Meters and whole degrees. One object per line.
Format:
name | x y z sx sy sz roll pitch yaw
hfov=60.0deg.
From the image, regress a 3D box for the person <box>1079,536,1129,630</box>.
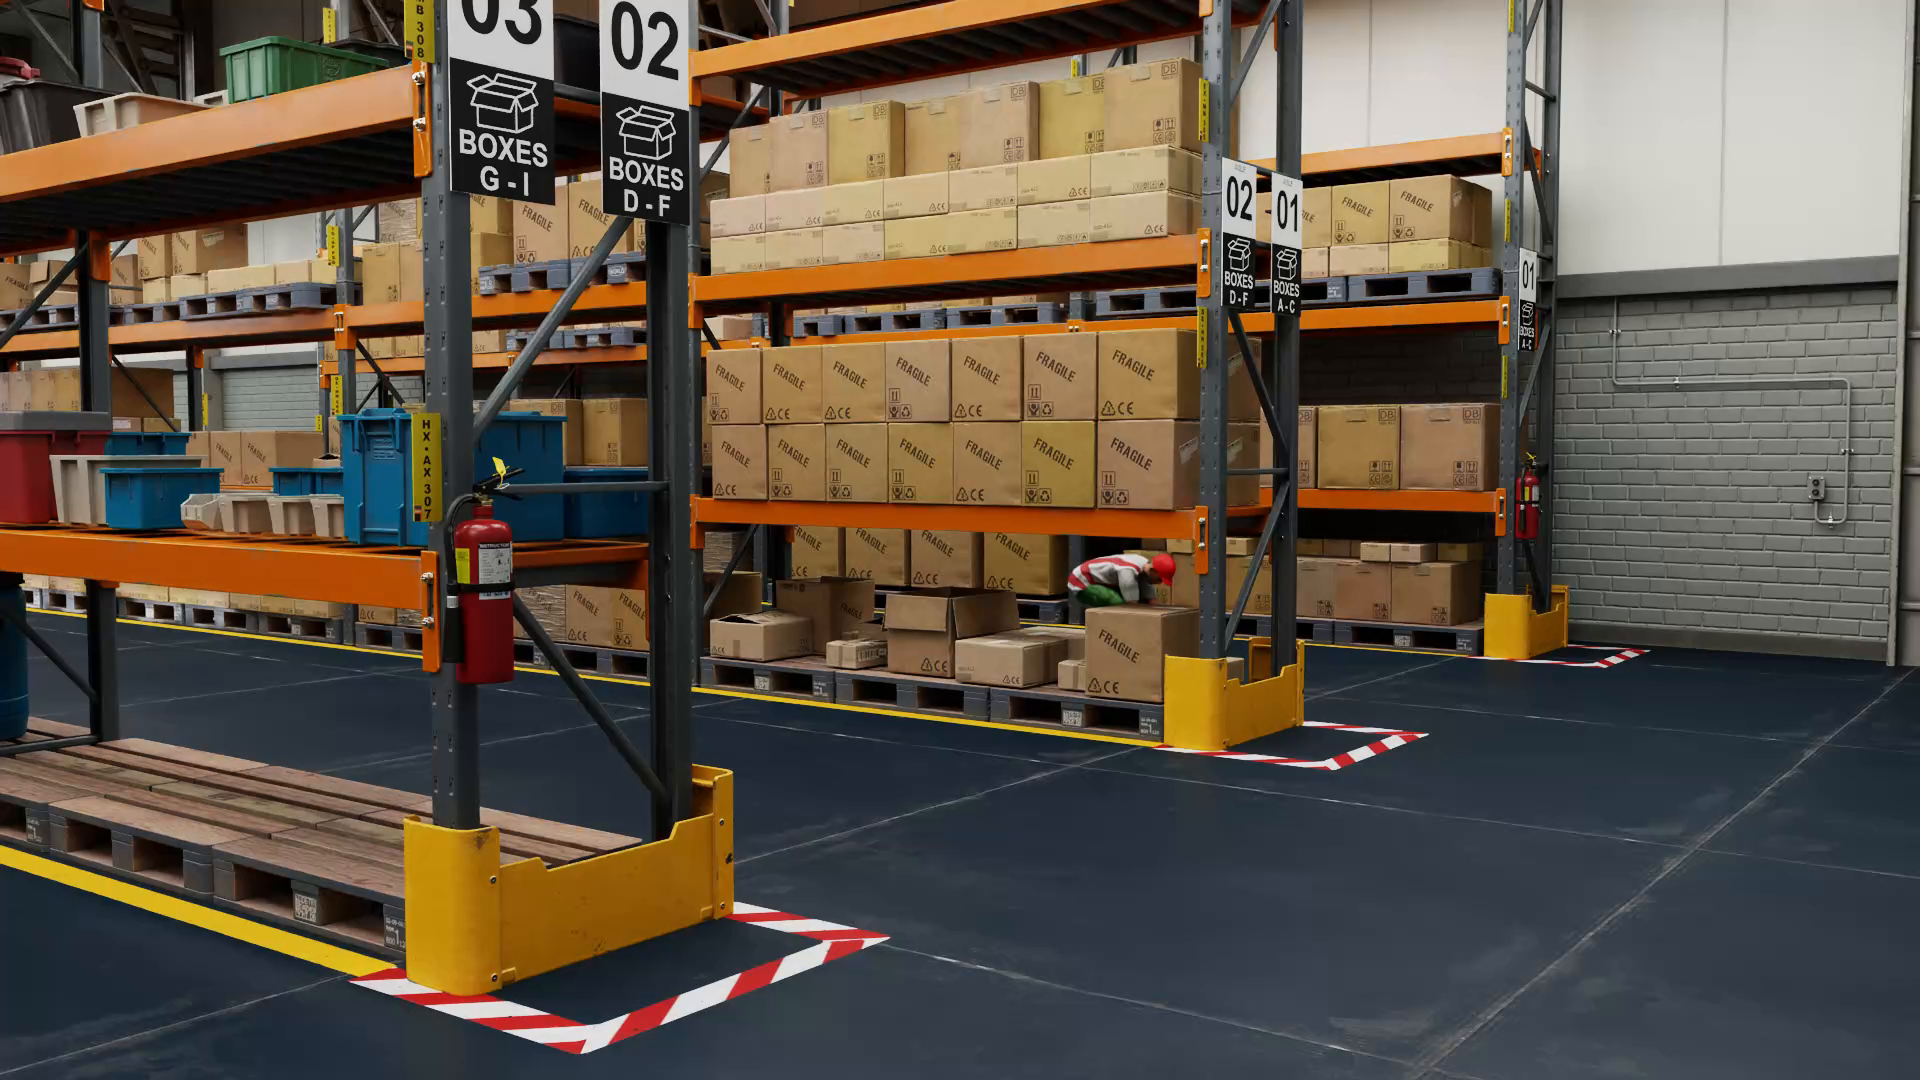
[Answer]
person | 1.223 -0.024 14.118 0.435 1.781 0.568 2 4 34
